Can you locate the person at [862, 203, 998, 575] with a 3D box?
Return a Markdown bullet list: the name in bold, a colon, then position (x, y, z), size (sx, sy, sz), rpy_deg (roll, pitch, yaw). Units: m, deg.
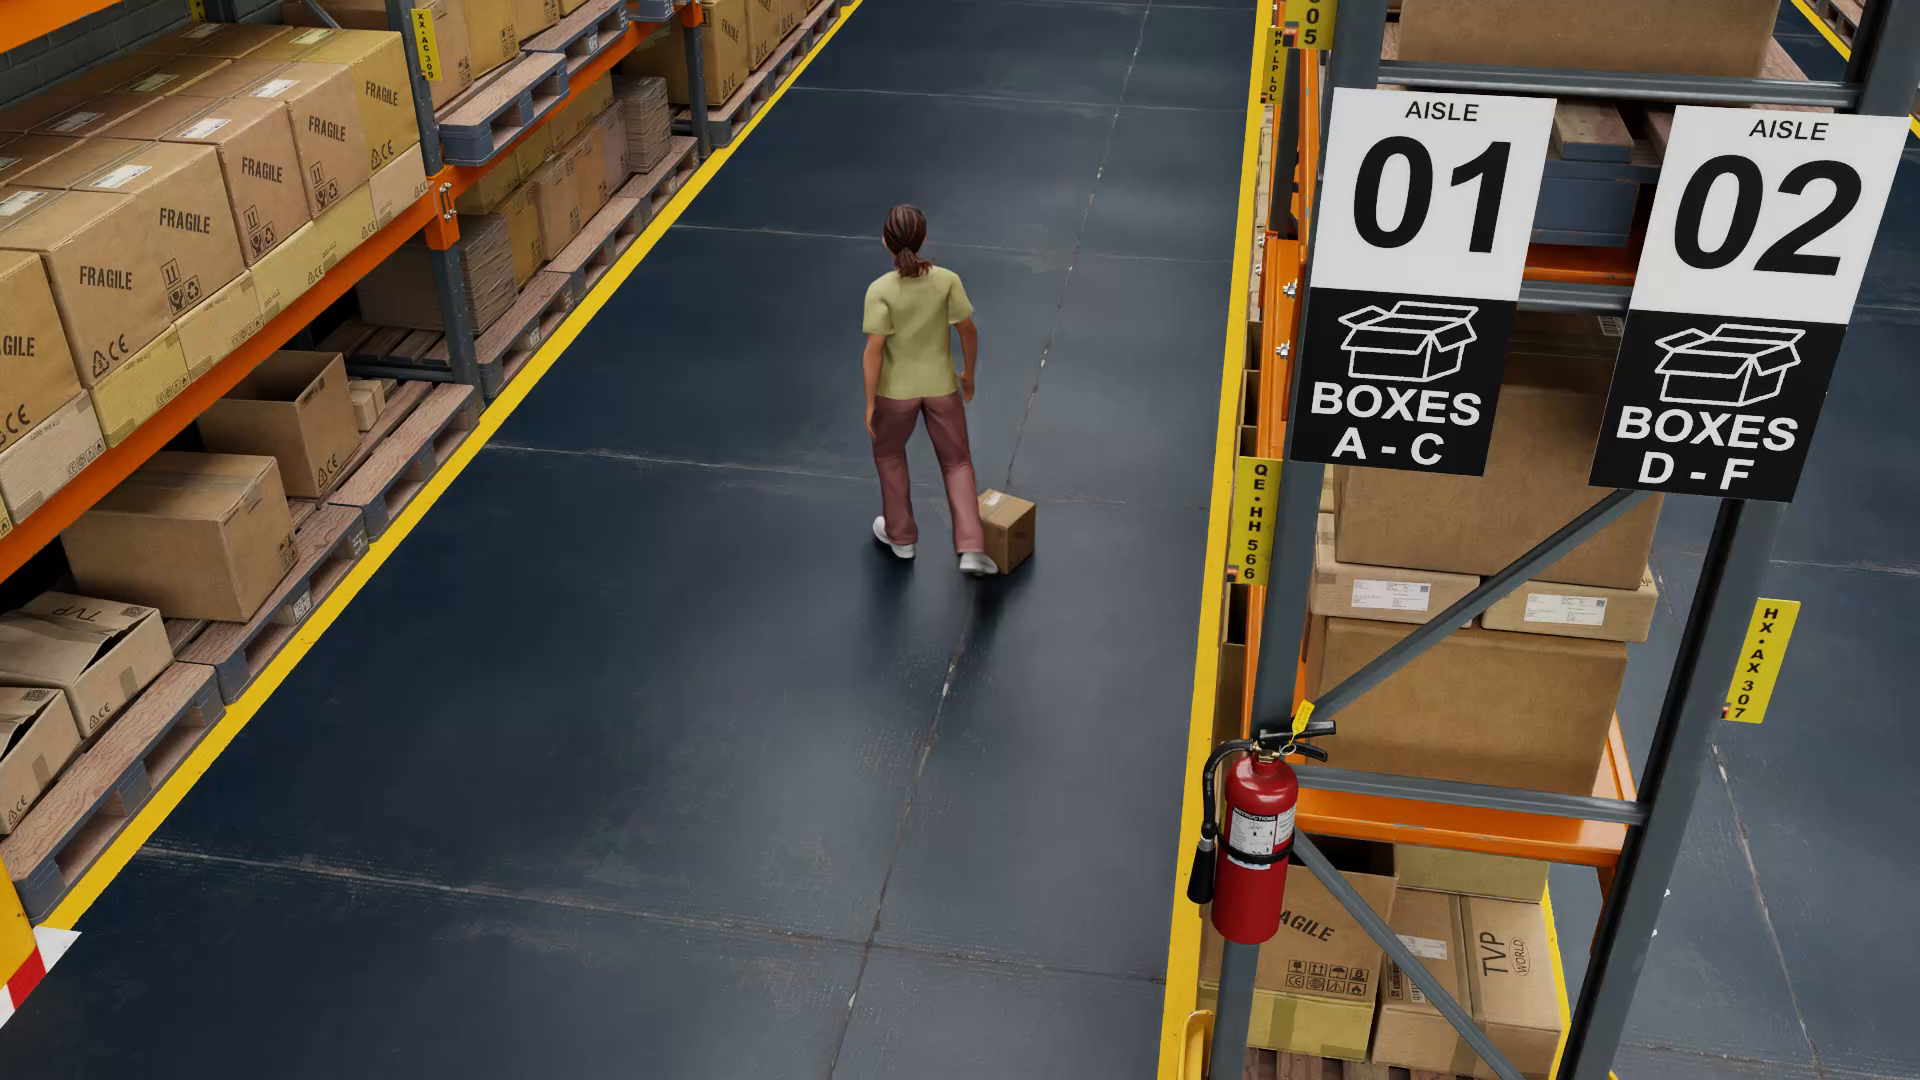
- **person**: position (-0.137, -0.565, 7.027), size (0.527, 1.633, 0.759), rpy_deg (-7, 33, -11)
